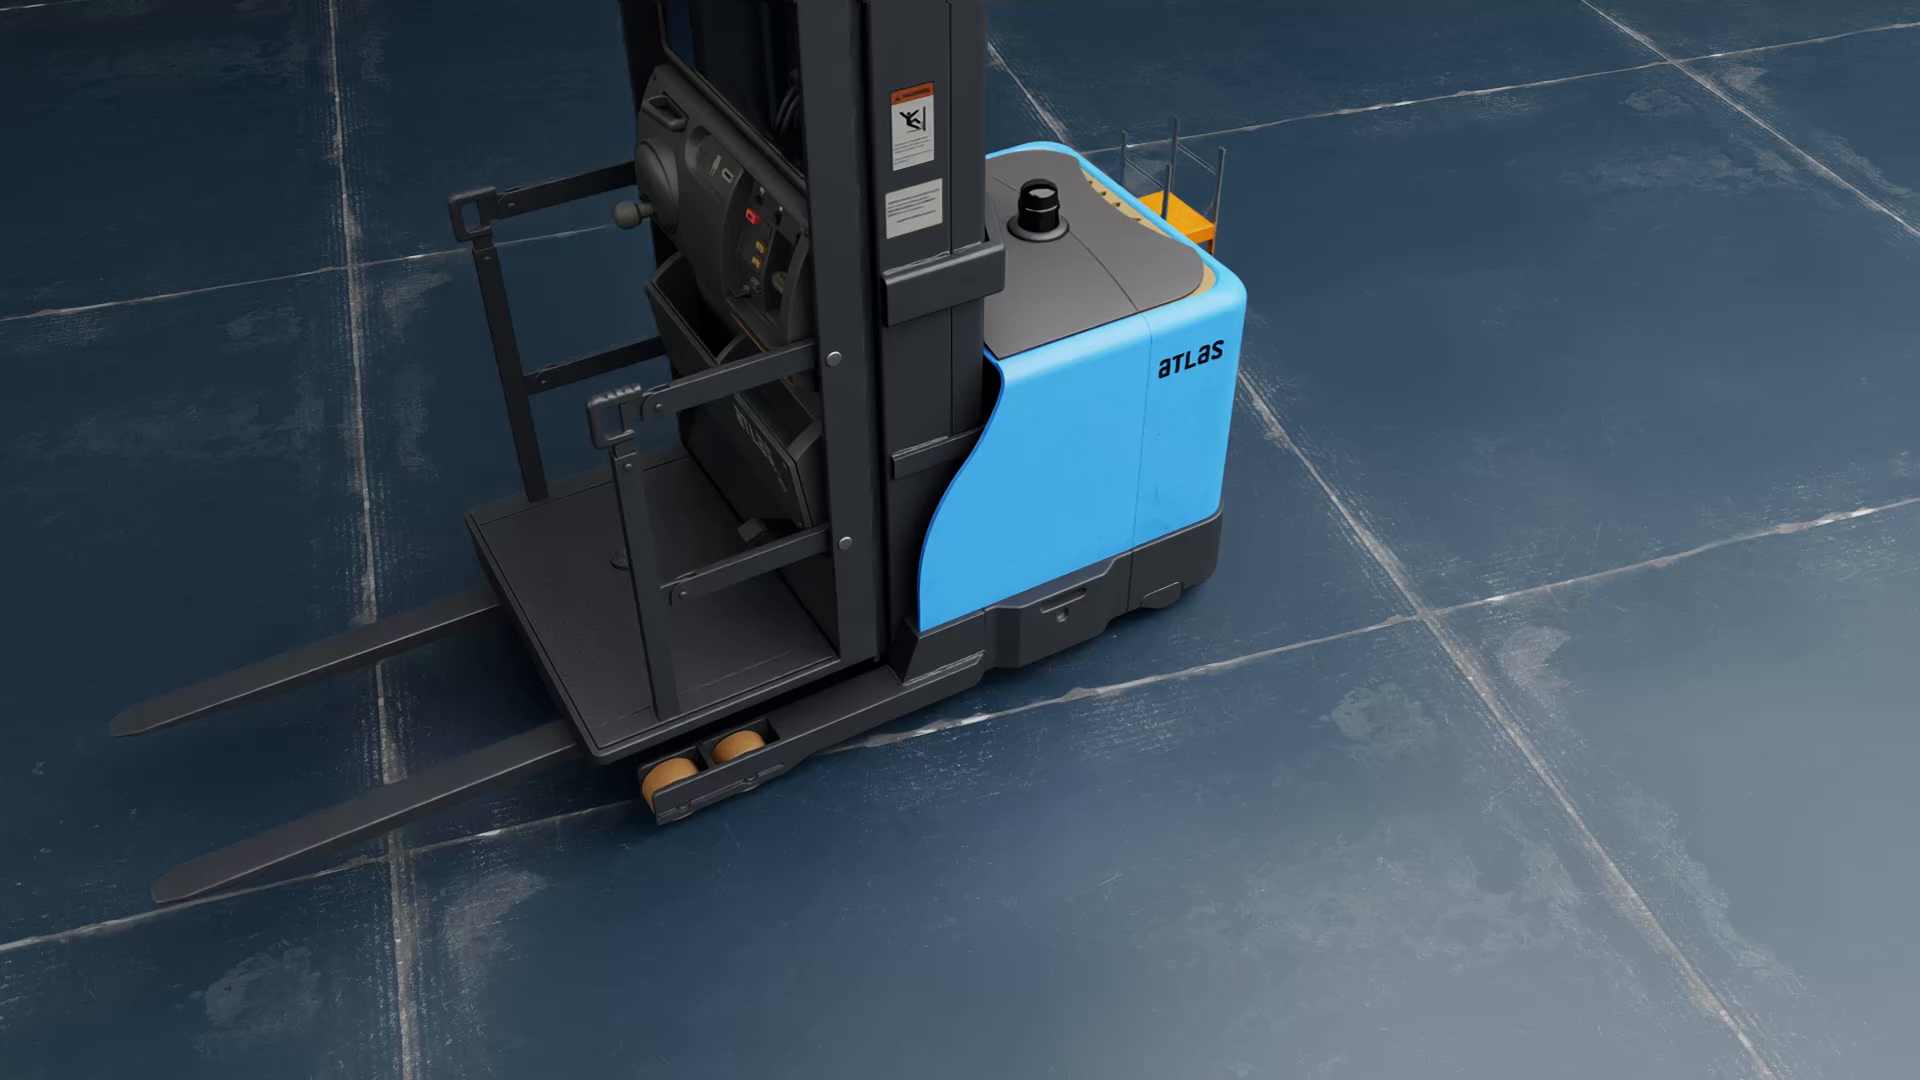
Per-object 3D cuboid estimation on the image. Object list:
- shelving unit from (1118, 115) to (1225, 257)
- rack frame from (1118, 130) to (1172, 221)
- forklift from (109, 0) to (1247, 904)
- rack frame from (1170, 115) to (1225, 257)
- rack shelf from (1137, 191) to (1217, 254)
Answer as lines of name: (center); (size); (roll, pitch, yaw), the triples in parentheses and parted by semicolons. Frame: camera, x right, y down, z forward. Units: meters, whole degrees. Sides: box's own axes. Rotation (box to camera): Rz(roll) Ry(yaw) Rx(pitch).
shelving unit: (0.606, -0.685, 5.122); (0.189, 1.200, 0.258); (-21, 45, -22)
rack frame: (0.527, -0.655, 5.088); (0.006, 1.200, 0.240); (-21, 45, -22)
forklift: (-0.755, -0.763, 3.895); (3.031, 2.935, 1.130); (-21, 45, -22)
rack frame: (0.685, -0.715, 5.156); (0.006, 1.200, 0.240); (-21, 45, -22)
rack shelf: (0.606, -0.923, 4.914); (0.180, 0.103, 0.258); (-21, 45, -22)
